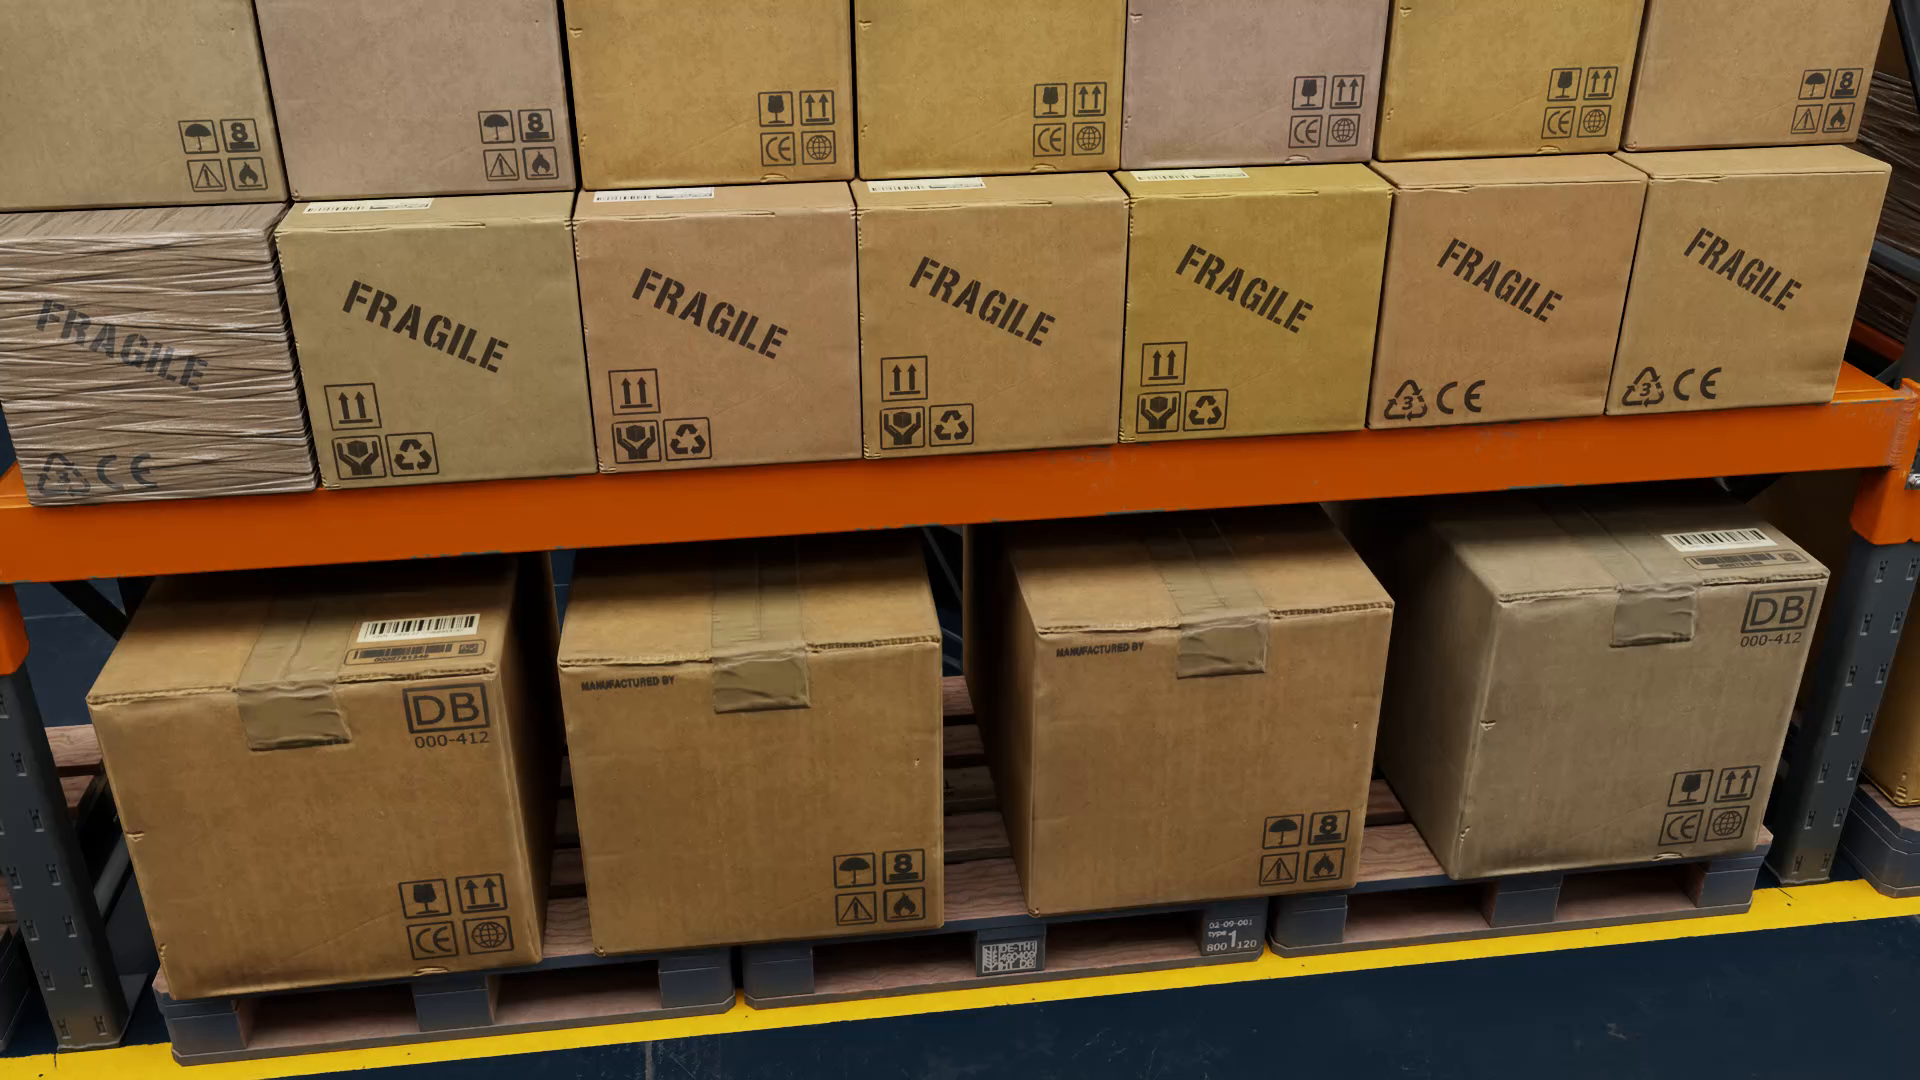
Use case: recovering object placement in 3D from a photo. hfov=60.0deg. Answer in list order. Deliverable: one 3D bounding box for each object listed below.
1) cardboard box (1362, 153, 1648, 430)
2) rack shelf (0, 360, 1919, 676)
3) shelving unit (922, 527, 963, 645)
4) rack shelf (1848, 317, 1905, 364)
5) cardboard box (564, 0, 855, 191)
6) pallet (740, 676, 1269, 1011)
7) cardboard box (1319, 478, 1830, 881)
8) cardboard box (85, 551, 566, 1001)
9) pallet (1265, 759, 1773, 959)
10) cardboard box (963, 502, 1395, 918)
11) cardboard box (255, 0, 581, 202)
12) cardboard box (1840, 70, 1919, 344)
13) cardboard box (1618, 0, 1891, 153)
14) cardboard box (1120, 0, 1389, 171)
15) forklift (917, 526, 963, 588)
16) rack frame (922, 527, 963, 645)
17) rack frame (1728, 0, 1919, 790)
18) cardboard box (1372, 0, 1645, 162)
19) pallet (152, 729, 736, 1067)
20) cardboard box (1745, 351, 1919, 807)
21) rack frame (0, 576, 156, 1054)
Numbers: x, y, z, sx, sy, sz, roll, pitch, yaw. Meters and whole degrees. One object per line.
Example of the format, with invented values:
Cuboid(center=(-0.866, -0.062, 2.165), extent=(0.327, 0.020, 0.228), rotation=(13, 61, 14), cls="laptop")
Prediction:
Cuboid(center=(1.029, -0.568, 3.462), extent=(0.500, 0.500, 0.500), rotation=(-4, 27, -8), cls="cardboard box")
Cuboid(center=(0.029, -0.262, 3.764), extent=(4.000, 0.370, 1.077), rotation=(-4, 27, -7), cls="rack shelf")
Cuboid(center=(0.253, -0.339, 4.931), extent=(0.538, 0.981, 1.030), rotation=(27, 28, 28), cls="shelving unit")
Cuboid(center=(3.990, -0.636, 4.199), extent=(3.809, 0.052, 0.919), rotation=(-4, 27, -7), cls="rack shelf")
Cuboid(center=(-0.498, -1.035, 3.277), extent=(0.500, 0.500, 0.700), rotation=(-4, 27, -8), cls="cardboard box")
Cuboid(center=(-1.744, -0.368, 6.237), extent=(4.108, 0.211, 6.107), rotation=(-4, 27, -7), cls="pallet")
Cuboid(center=(1.407, 0.185, 4.109), extent=(0.750, 0.750, 1.050), rotation=(-4, 27, -7), cls="cardboard box")
Cuboid(center=(-1.336, 0.361, 3.766), extent=(0.750, 0.750, 1.050), rotation=(-4, 27, -8), cls="cardboard box")
Cuboid(center=(1.255, 0.614, 4.322), extent=(1.213, 0.211, 1.003), rotation=(-4, 27, -7), cls="pallet")
Cuboid(center=(0.451, 0.244, 3.993), extent=(0.750, 0.750, 1.050), rotation=(-4, 27, -7), cls="cardboard box")
Cuboid(center=(-1.005, -1.001, 3.211), extent=(0.500, 0.500, 0.700), rotation=(-4, 27, -8), cls="cardboard box")
Cuboid(center=(2.373, -0.805, 3.869), extent=(0.550, 0.550, 0.875), rotation=(-4, 27, -7), cls="cardboard box")
Cuboid(center=(1.518, -1.165, 3.530), extent=(0.500, 0.500, 0.700), rotation=(-4, 27, -8), cls="cardboard box")
Cuboid(center=(0.509, -1.099, 3.402), extent=(0.500, 0.500, 0.700), rotation=(-3, 27, -7), cls="cardboard box")
Cuboid(center=(-1.212, -1.528, 5.614), extent=(3.031, 2.843, 1.129), rotation=(11, 29, 21), cls="forklift")
Cuboid(center=(-0.043, -0.225, 4.534), extent=(0.475, 0.981, 0.013), rotation=(27, 28, 28), cls="rack frame")
Cuboid(center=(2.009, -0.708, 3.845), extent=(0.053, 2.616, 0.949), rotation=(-4, 27, -7), cls="rack frame")
Cuboid(center=(1.009, -1.131, 3.464), extent=(0.500, 0.500, 0.700), rotation=(-4, 27, -8), cls="cardboard box")
Cuboid(center=(-1.161, 0.769, 4.020), extent=(1.213, 0.211, 1.003), rotation=(-4, 27, -7), cls="pallet")
Cuboid(center=(2.642, 0.040, 4.253), extent=(0.875, 0.875, 0.875), rotation=(-3, 27, -6), cls="cardboard box")
Cuboid(center=(-1.952, -0.455, 3.352), extent=(0.127, 3.000, 1.000), rotation=(-4, 27, -7), cls="rack frame")
